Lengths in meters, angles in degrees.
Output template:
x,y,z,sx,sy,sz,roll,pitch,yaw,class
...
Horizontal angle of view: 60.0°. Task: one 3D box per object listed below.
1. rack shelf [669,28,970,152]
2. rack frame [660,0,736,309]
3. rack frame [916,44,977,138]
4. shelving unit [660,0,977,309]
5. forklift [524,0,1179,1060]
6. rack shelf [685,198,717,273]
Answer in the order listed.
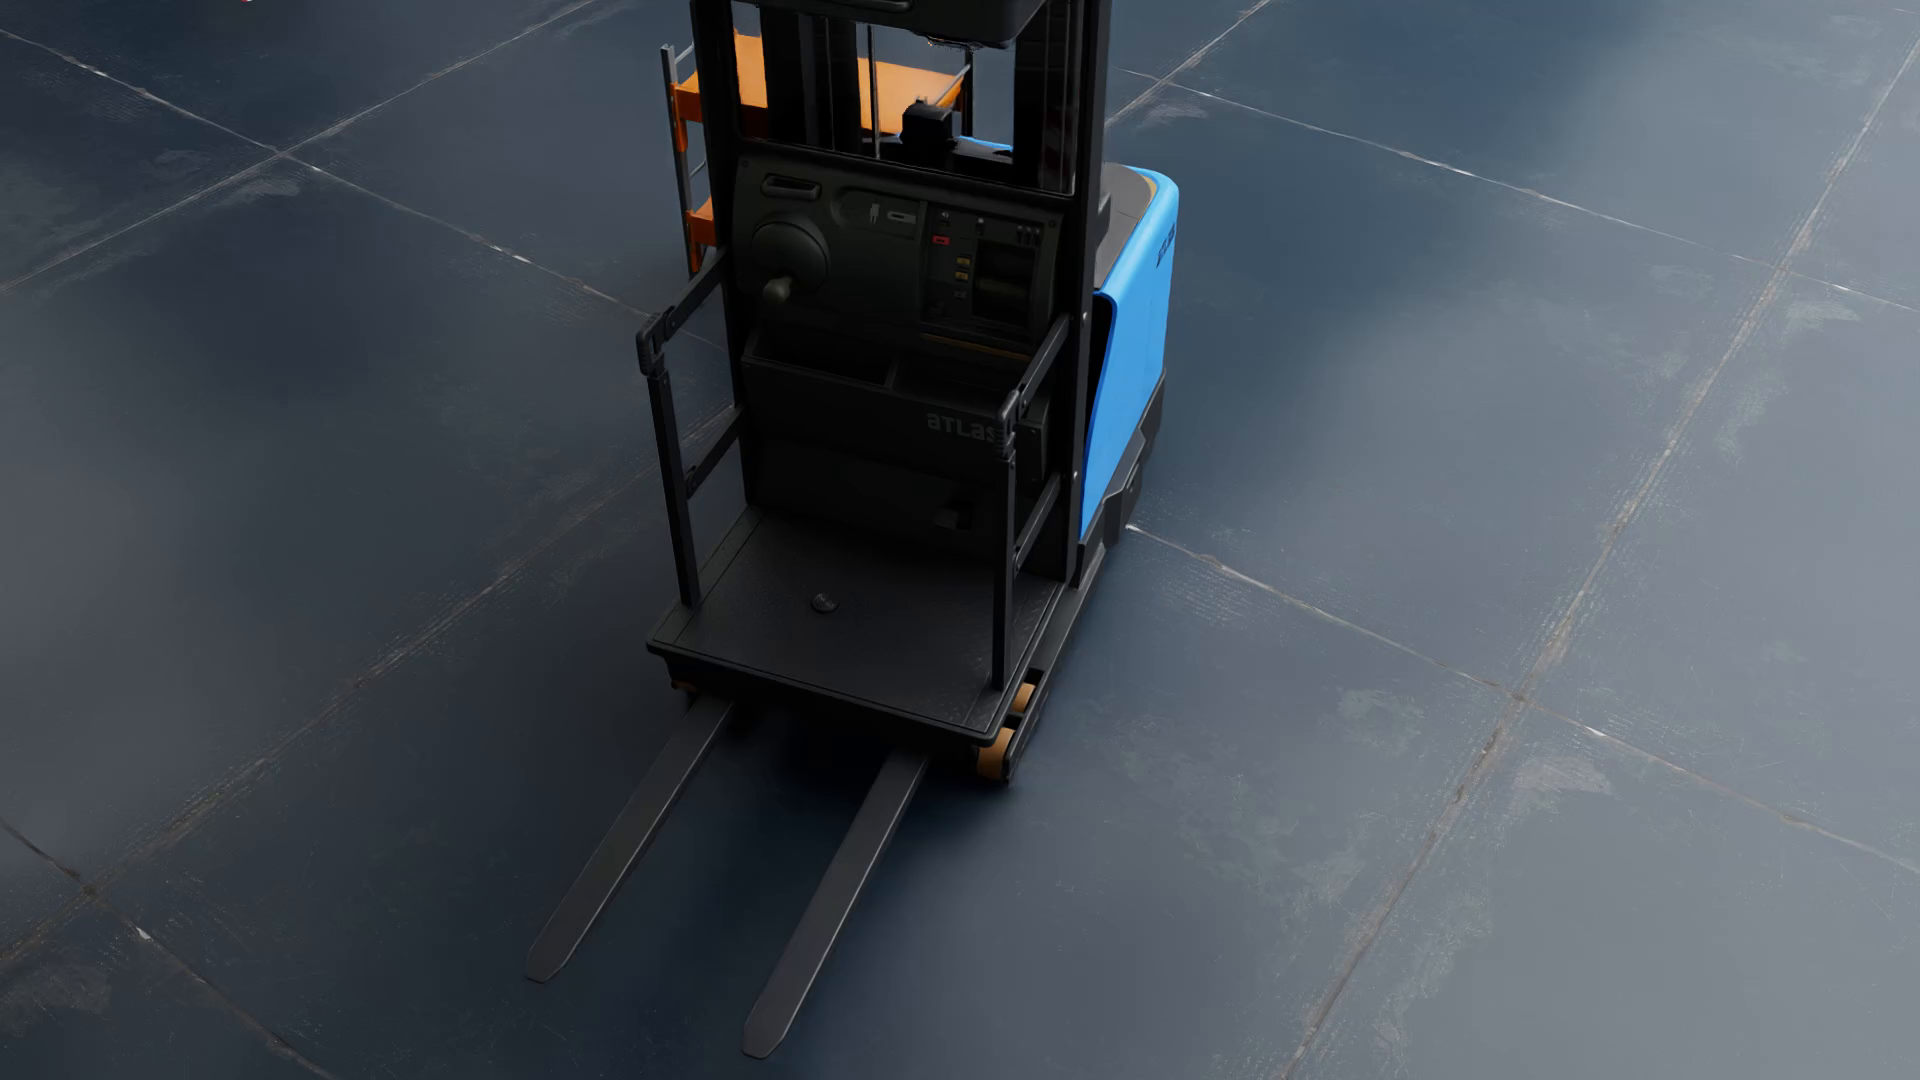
x,y,z,sx,sy,sz,roll,pitch,yaw,class
-0.514,-1.612,6.266,1.000,0.278,0.538,15,44,17,rack shelf
-0.984,-1.523,6.605,0.032,1.125,0.500,15,44,17,rack frame
-0.044,-1.264,6.316,0.032,1.125,0.500,15,44,17,rack frame
-0.514,-1.394,6.461,1.048,1.125,0.538,15,44,17,shelving unit
-0.254,-0.695,4.325,1.130,2.935,3.031,14,44,15,forklift
-0.514,-1.211,6.624,1.000,0.278,0.538,15,44,17,rack shelf
